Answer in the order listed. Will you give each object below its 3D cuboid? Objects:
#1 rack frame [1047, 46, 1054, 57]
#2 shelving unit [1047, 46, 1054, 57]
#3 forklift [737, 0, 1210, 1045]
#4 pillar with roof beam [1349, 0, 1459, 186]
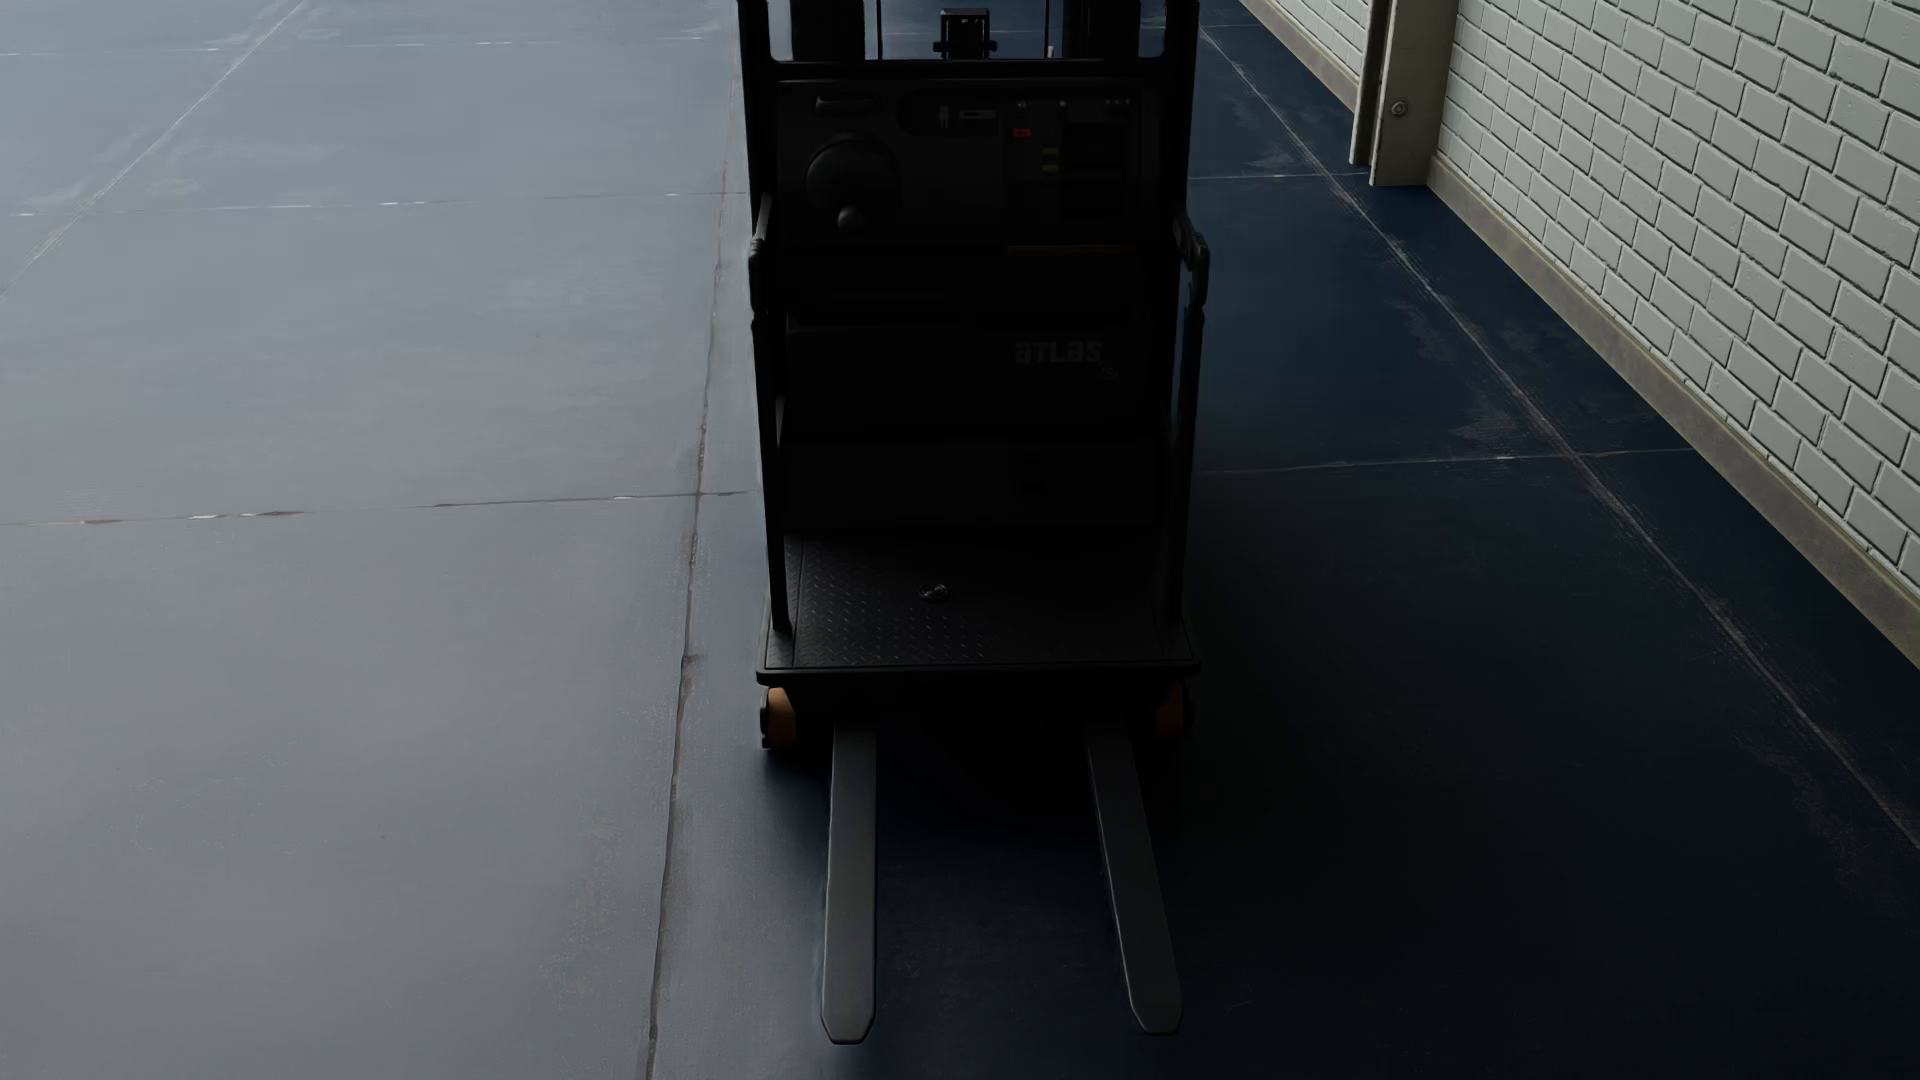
[{"bbox_3d":[0.403,-1.170,6.039,0.240,1.200,0.015,20,36,30],"label":"rack frame"},{"bbox_3d":[0.263,-1.068,5.868,0.258,1.200,0.503,20,36,30],"label":"shelving unit"},{"bbox_3d":[0.031,-0.882,3.869,1.130,2.935,3.031,-1,31,-2],"label":"forklift"},{"bbox_3d":[-2.130,-5.499,5.681,9.100,9.000,0.400,-3,31,-5],"label":"pillar with roof beam"}]
